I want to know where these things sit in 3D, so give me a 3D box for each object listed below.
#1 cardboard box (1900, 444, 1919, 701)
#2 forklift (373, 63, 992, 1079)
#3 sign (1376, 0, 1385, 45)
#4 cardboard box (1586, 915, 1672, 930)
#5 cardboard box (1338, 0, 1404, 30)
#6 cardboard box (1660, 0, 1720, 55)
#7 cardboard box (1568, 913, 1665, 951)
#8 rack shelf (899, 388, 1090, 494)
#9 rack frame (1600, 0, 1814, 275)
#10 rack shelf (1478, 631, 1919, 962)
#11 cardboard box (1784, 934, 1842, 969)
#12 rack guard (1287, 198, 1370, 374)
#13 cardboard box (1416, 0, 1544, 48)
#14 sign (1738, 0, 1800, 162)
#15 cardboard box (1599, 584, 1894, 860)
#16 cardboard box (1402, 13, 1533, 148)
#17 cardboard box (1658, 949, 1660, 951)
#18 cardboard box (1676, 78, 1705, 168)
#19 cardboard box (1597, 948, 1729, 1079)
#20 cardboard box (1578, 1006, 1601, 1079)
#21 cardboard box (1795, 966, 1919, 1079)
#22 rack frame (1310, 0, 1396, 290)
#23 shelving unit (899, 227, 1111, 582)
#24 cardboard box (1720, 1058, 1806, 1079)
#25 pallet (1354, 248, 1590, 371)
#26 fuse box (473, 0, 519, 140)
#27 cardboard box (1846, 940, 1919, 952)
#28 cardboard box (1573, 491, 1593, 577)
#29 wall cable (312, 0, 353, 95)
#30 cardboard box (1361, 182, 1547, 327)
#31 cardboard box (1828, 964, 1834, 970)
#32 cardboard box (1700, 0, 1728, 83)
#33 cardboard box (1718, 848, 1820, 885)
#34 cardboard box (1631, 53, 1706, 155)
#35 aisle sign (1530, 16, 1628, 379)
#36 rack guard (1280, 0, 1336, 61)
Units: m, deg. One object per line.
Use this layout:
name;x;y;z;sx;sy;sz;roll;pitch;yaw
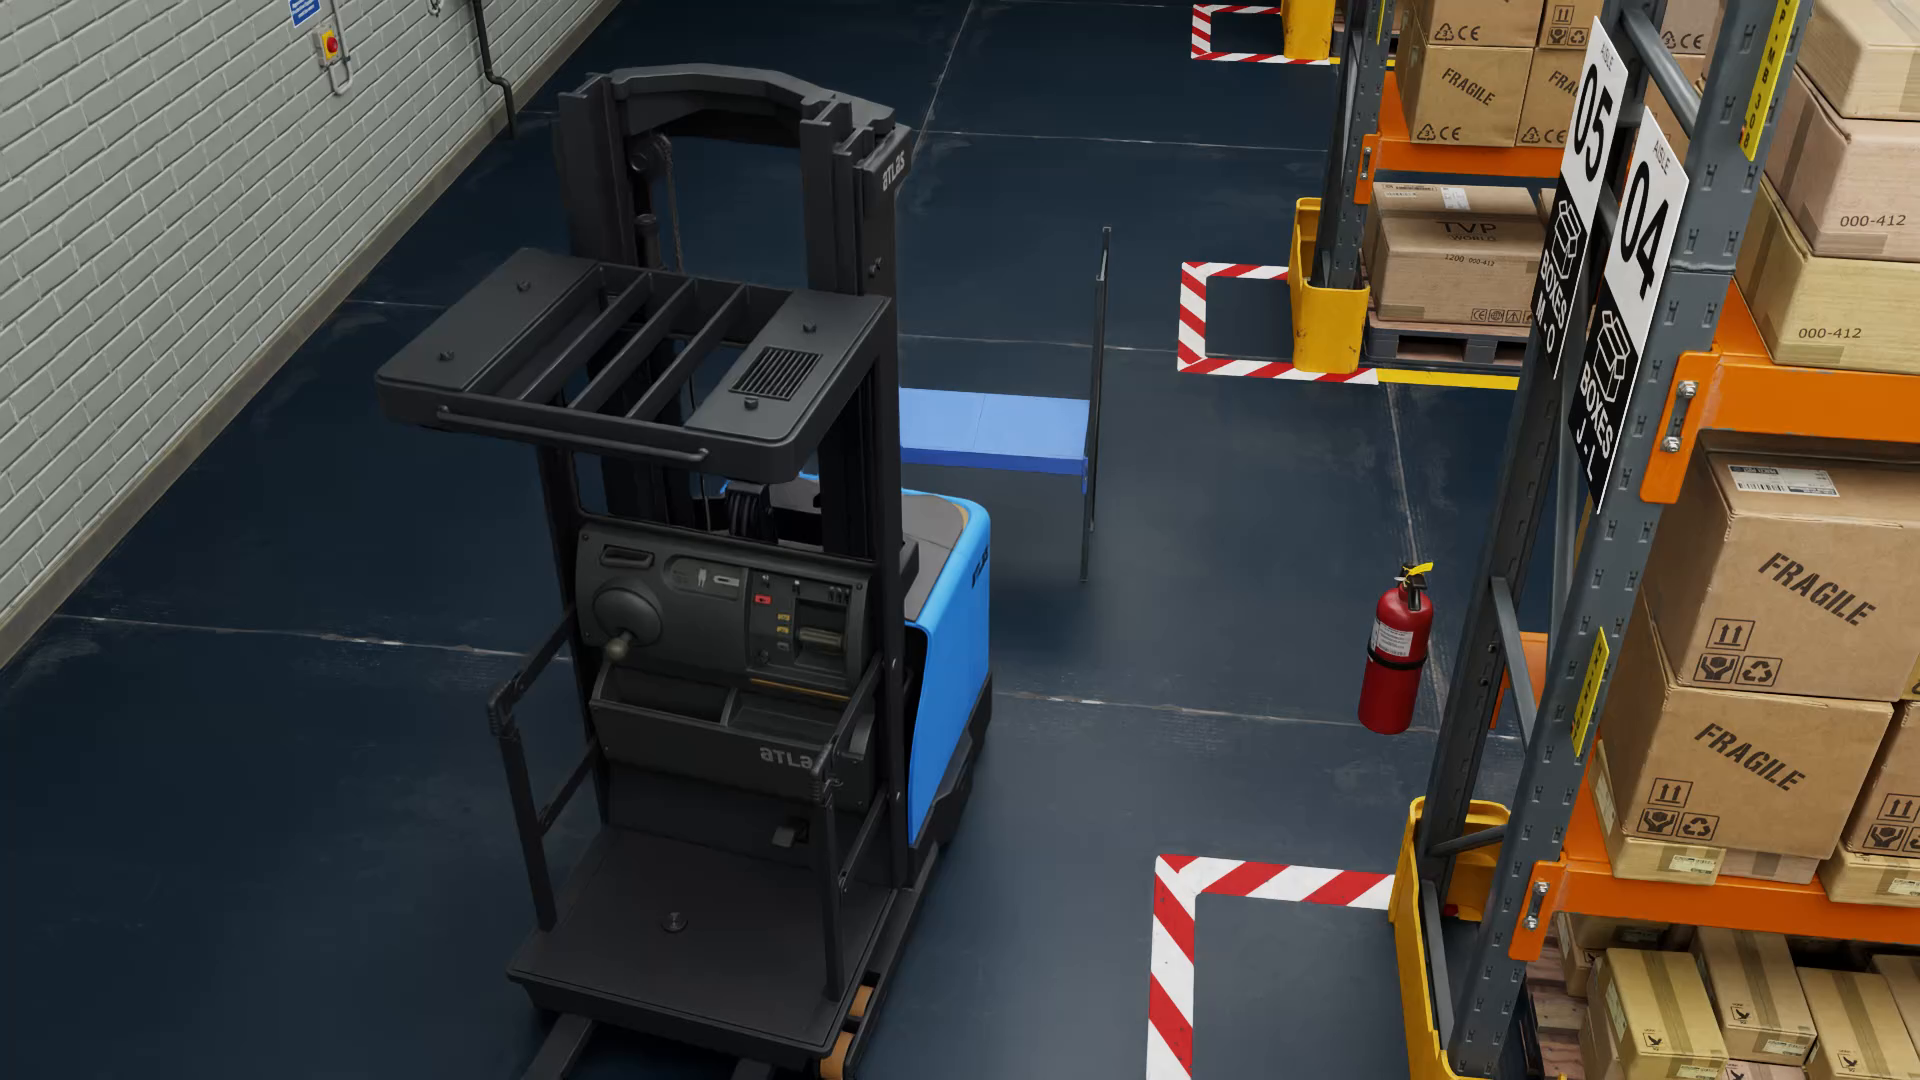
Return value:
cardboard box;2.464;0.050;3.895;0.500;0.500;0.500;5;36;7
forklift;-0.782;0.281;4.833;1.130;2.935;3.031;10;37;13
sign;2.005;-2.526;7.894;0.005;0.325;0.100;4;36;6
cardboard box;2.108;1.039;5.292;0.250;0.149;0.380;5;36;7
cardboard box;3.304;-4.376;13.087;0.637;0.503;0.797;3;36;4
cardboard box;3.546;-2.641;7.922;0.500;0.500;0.500;4;36;6
cardboard box;2.111;1.142;5.405;0.250;0.149;0.380;3;36;5
rack shelf;0.085;-0.458;7.410;1.000;0.185;0.538;4;36;6
rack frame;1.551;-2.043;2.867;0.127;3.000;1.000;4;36;6
rack shelf;3.535;0.839;4.611;4.000;0.370;1.077;4;36;6
cardboard box;2.627;1.179;5.352;0.250;0.149;0.380;3;36;4
rack guard;2.057;-1.445;9.345;0.348;0.500;1.175;4;36;6
cardboard box;2.521;-2.709;8.017;0.500;0.500;0.500;4;36;5
sign;1.482;-0.865;3.046;0.005;0.325;0.100;4;36;6
cardboard box;1.961;0.429;4.224;0.500;0.500;0.500;6;36;8
cardboard box;2.521;-2.301;8.305;0.500;0.500;0.500;4;36;6
cardboard box;2.368;1.268;5.484;0.250;0.149;0.380;5;36;7
cardboard box;2.036;-0.880;3.948;0.500;0.250;0.500;4;36;5
cardboard box;2.027;1.381;4.814;0.250;0.149;0.380;3;36;4
cardboard box;2.030;1.611;5.003;0.250;0.149;0.380;5;36;7
cardboard box;2.550;1.424;4.753;0.250;0.149;0.380;4;36;6
rack frame;2.081;-2.461;8.616;0.127;3.000;1.000;4;36;6
shelving unit;0.085;-0.604;7.305;1.048;1.500;0.538;4;36;6
cardboard box;2.302;1.507;4.894;0.250;0.149;0.380;4;36;6
pallet;2.884;-1.312;9.406;1.213;0.211;1.003;4;36;6
fuse box;-3.102;-3.540;11.237;0.414;1.711;0.539;4;36;6
cardboard box;2.872;1.092;5.218;0.250;0.149;0.380;3;36;4
cardboard box;2.030;0.122;4.655;0.500;0.500;0.500;5;36;7
wall cable;-3.514;-3.291;8.878;0.123;1.953;0.585;4;36;6
cardboard box;2.749;-1.598;9.251;0.875;0.438;0.875;3;36;4
cardboard box;2.865;1.348;5.372;0.250;0.149;0.380;5;36;6
cardboard box;2.040;-1.077;3.794;0.500;0.250;0.500;3;36;4
cardboard box;2.088;0.709;4.391;0.250;0.149;0.380;5;36;8
cardboard box;3.528;-2.231;8.208;0.500;0.500;0.500;4;36;6
aisle sign;1.517;-0.838;4.104;0.004;0.787;0.394;4;36;6
rack guard;2.785;-4.298;13.342;0.348;0.500;1.175;4;36;6
